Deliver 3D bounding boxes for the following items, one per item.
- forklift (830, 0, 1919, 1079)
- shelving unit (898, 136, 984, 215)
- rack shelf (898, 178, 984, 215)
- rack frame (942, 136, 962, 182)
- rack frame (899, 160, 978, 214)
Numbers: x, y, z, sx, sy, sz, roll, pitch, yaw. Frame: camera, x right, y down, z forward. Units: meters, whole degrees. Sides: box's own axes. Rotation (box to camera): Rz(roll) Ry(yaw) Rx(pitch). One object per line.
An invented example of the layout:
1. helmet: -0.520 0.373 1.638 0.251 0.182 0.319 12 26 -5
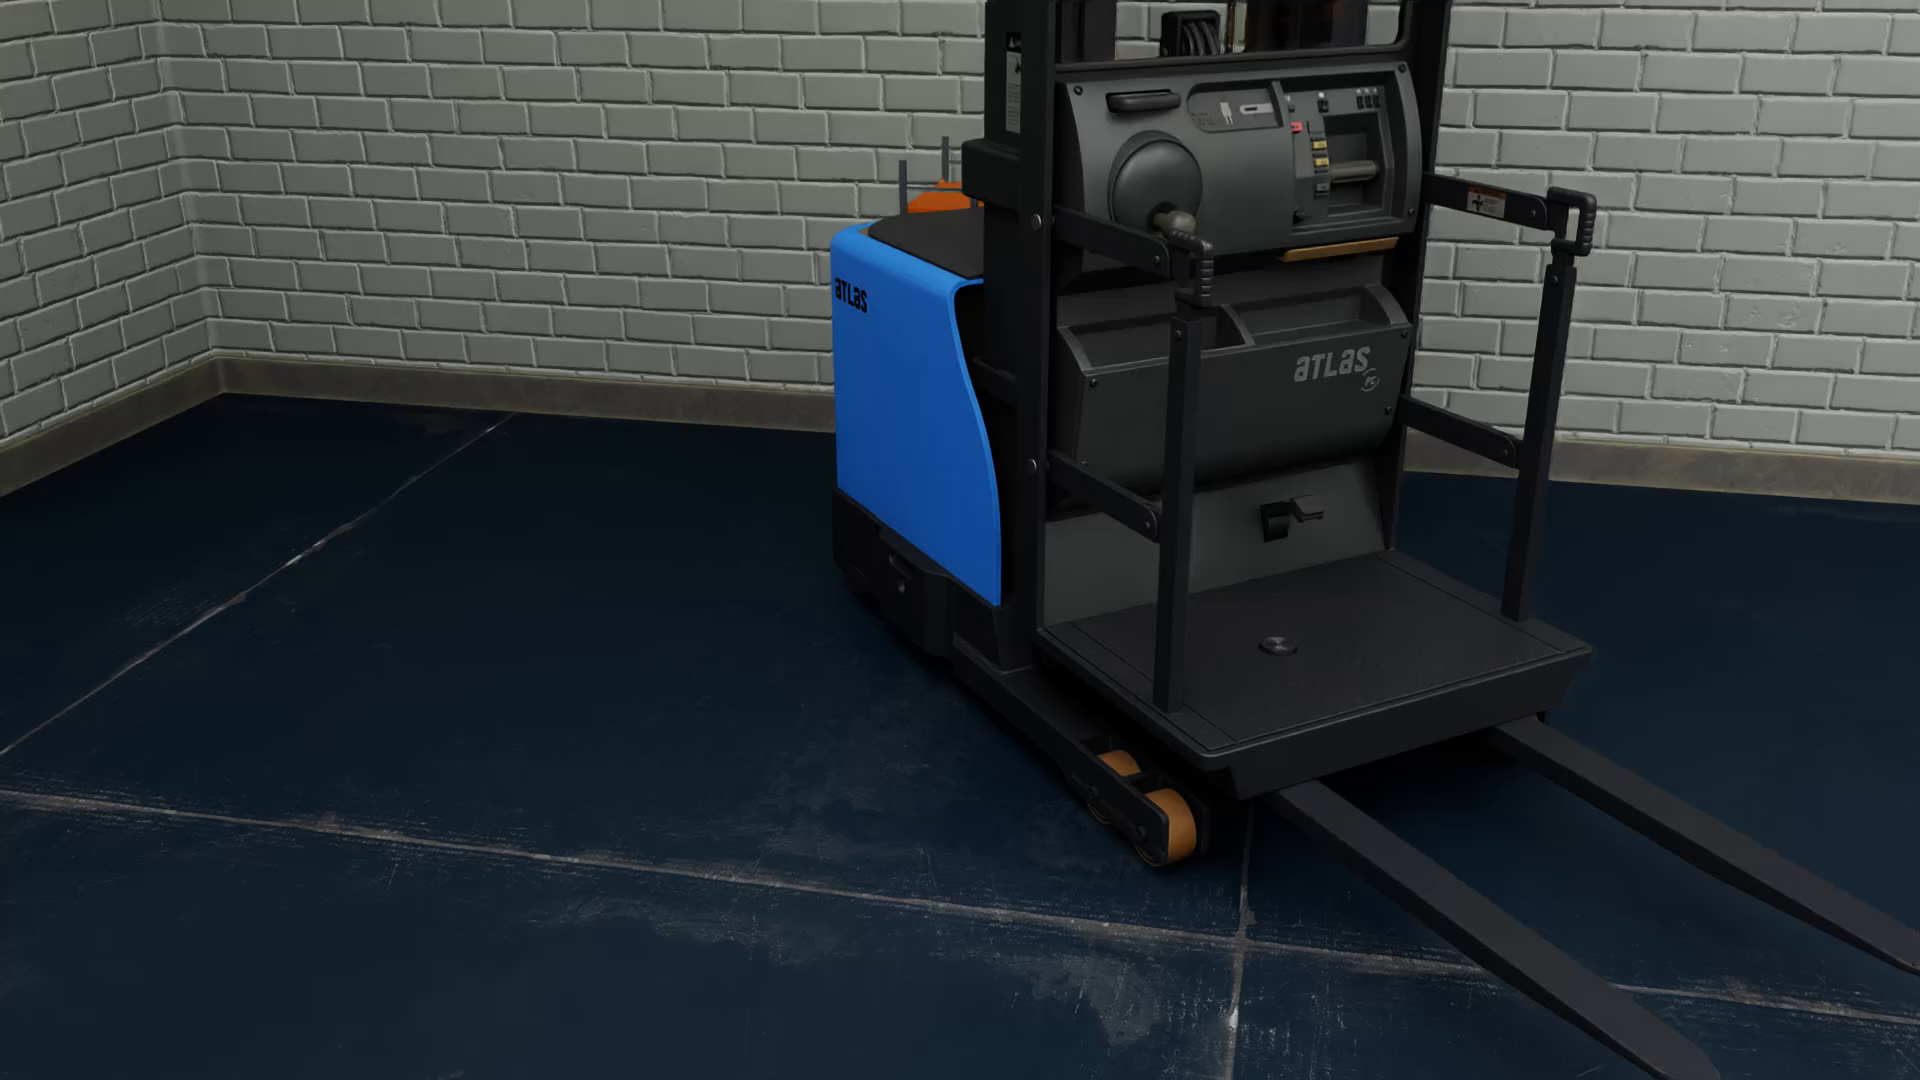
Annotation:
1. forklift: 0.750 -0.844 3.527 1.130 2.935 3.031 -11 24 -26
2. shelving unit: -0.002 -0.652 5.367 0.258 1.200 0.503 6 23 14
3. rack shelf: -0.002 -1.017 5.220 0.258 0.148 0.480 6 23 14
4. rack frame: 0.059 -0.740 5.586 0.240 1.200 0.015 6 23 14
5. rack frame: -0.064 -0.564 5.148 0.240 1.200 0.015 6 23 14
